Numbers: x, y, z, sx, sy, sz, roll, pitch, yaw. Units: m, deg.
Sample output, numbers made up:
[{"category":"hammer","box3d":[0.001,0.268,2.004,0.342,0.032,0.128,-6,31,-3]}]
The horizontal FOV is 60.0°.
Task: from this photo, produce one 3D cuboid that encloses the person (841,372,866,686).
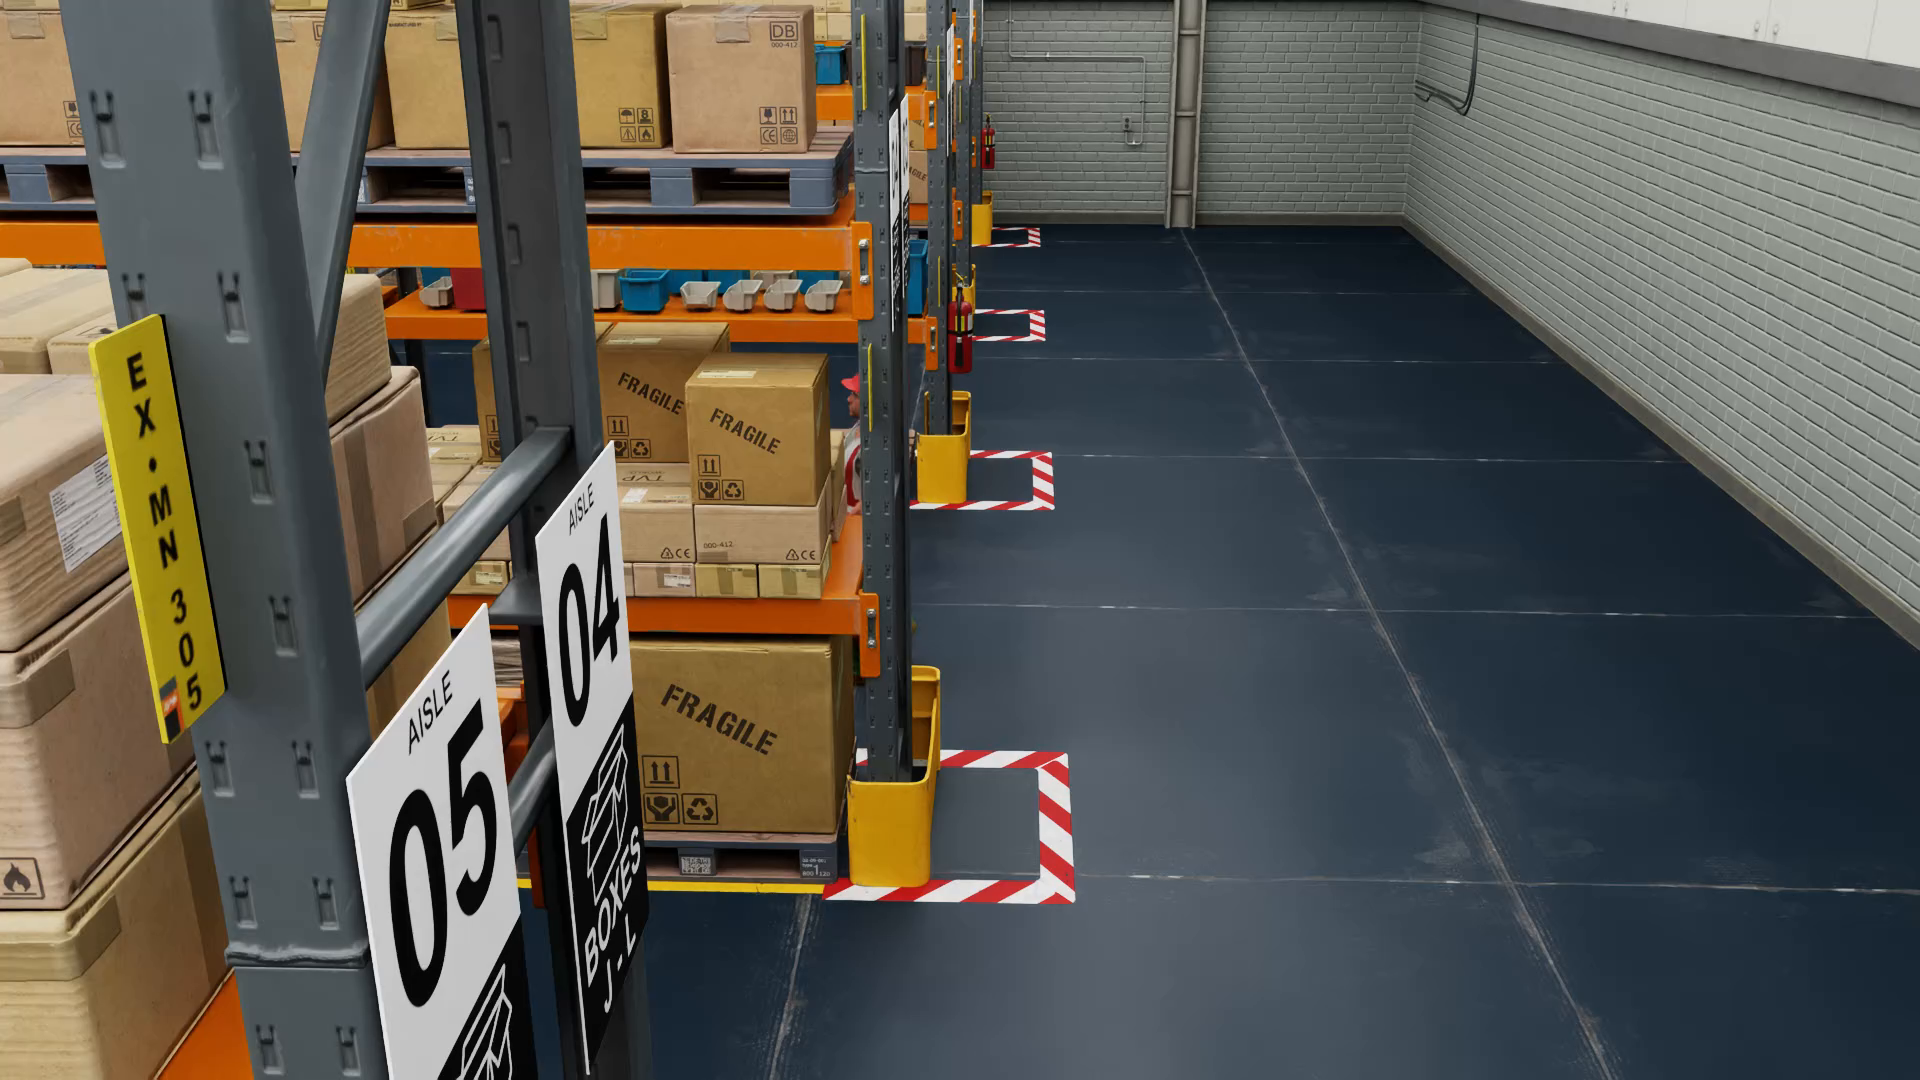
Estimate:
[{"category":"person","box3d":[-0.558,-0.065,8.759,0.492,1.815,0.707,-5,21,-13]}]
